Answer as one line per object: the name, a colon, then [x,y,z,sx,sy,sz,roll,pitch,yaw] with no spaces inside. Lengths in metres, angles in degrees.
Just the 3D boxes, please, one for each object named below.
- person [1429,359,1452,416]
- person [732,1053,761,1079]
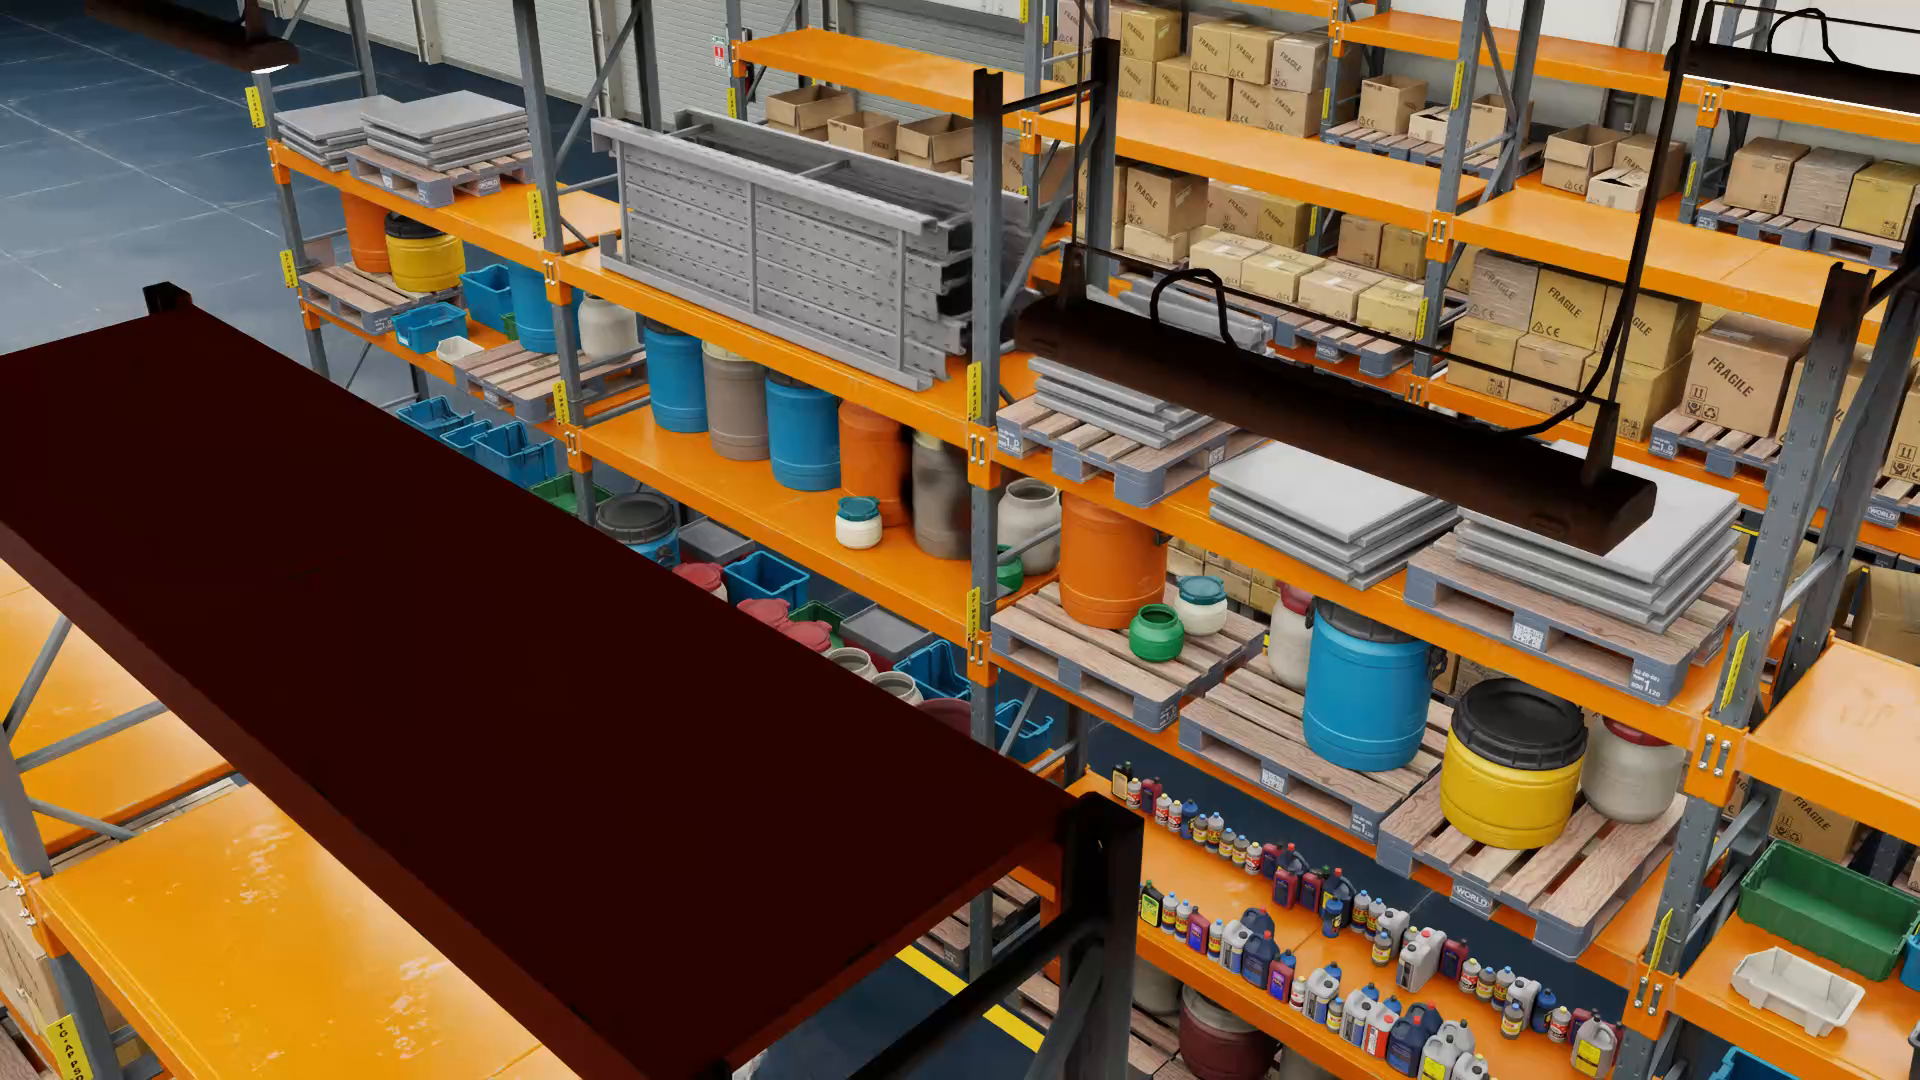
person: [4.753,-1.249,16.713,0.681,1.724,0.686,19,35,30]
person: [-1.186,3.078,8.509,0.794,1.791,0.592,23,36,34]
